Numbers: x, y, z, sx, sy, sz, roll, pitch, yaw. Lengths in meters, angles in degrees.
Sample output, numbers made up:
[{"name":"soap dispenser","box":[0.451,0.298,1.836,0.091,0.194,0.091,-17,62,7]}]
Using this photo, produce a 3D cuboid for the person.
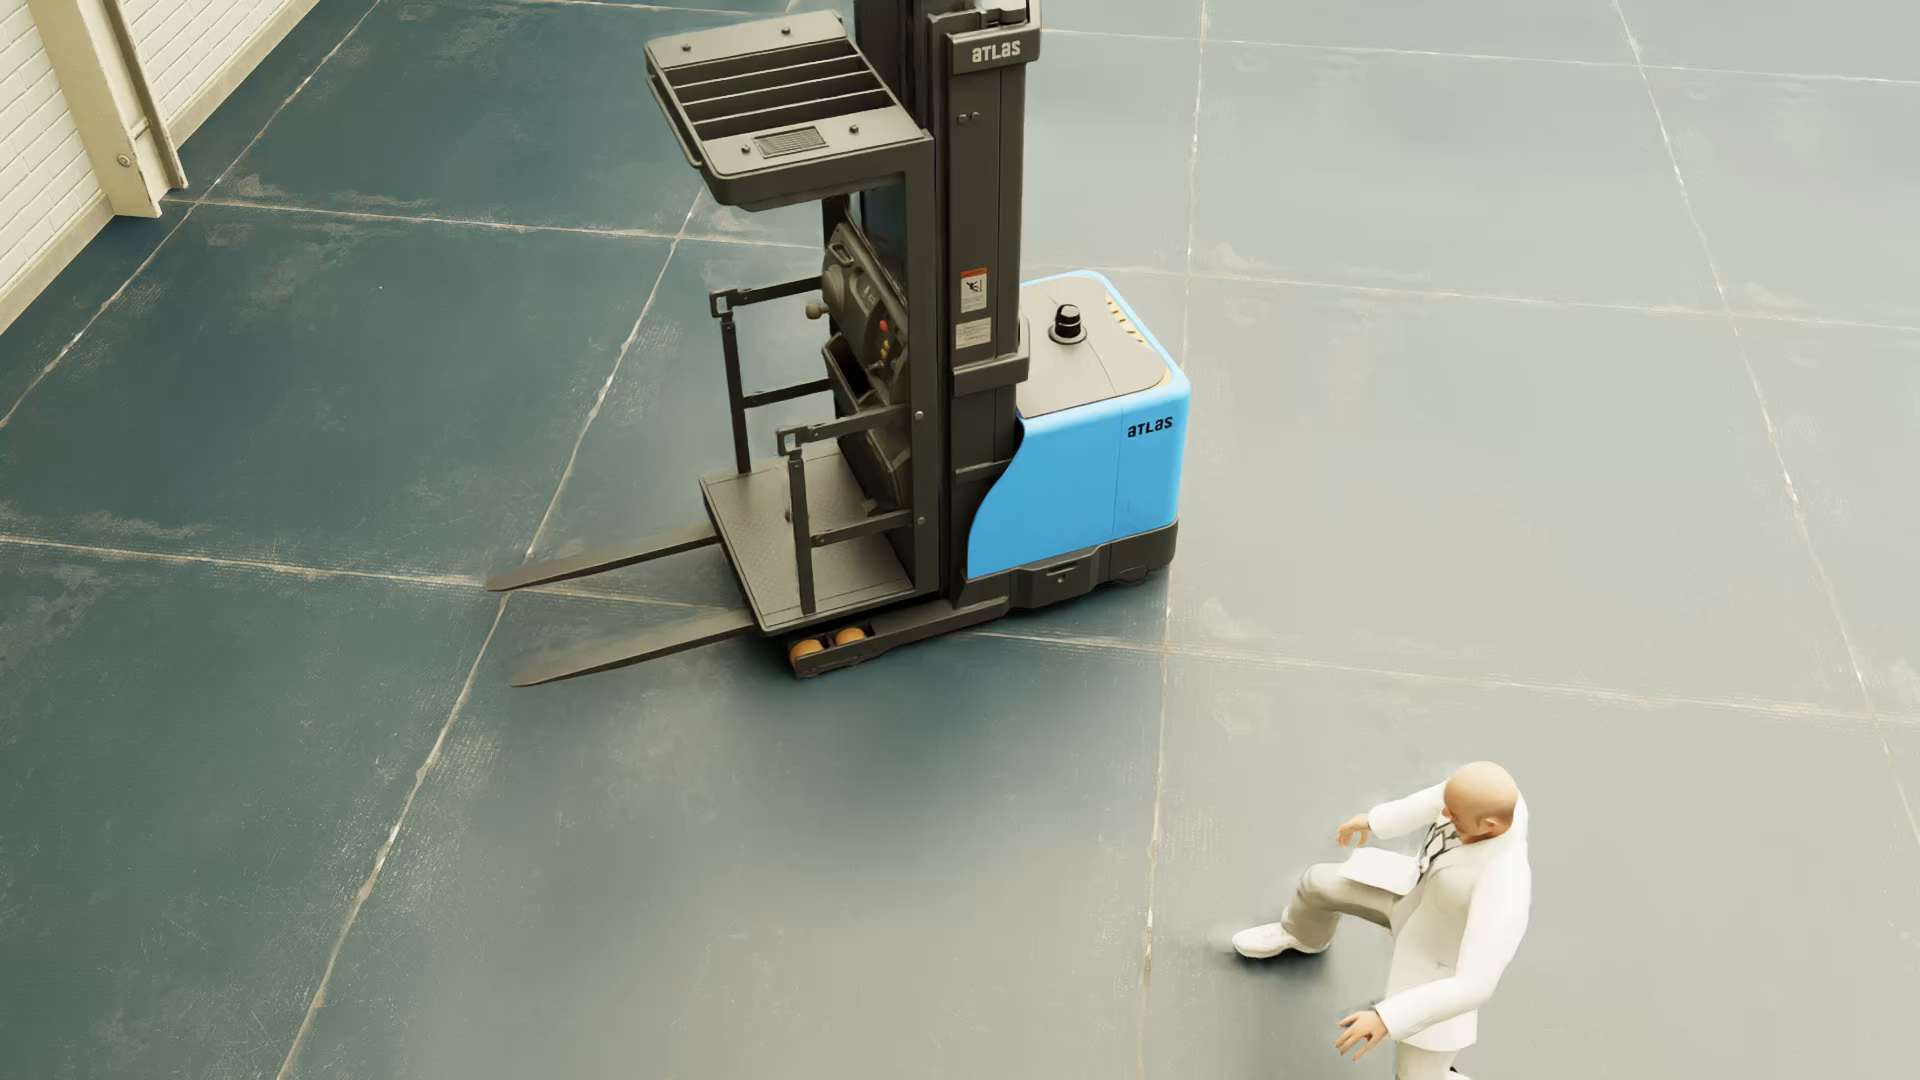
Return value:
[{"name":"person","box":[1.453,1.278,5.363,0.994,1.628,1.045,5,43,5]}]

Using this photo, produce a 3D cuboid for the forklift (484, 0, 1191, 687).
[{"name":"forklift","box":[-0.574,-0.890,6.693,3.031,2.935,1.130,-15,45,-16]}]
